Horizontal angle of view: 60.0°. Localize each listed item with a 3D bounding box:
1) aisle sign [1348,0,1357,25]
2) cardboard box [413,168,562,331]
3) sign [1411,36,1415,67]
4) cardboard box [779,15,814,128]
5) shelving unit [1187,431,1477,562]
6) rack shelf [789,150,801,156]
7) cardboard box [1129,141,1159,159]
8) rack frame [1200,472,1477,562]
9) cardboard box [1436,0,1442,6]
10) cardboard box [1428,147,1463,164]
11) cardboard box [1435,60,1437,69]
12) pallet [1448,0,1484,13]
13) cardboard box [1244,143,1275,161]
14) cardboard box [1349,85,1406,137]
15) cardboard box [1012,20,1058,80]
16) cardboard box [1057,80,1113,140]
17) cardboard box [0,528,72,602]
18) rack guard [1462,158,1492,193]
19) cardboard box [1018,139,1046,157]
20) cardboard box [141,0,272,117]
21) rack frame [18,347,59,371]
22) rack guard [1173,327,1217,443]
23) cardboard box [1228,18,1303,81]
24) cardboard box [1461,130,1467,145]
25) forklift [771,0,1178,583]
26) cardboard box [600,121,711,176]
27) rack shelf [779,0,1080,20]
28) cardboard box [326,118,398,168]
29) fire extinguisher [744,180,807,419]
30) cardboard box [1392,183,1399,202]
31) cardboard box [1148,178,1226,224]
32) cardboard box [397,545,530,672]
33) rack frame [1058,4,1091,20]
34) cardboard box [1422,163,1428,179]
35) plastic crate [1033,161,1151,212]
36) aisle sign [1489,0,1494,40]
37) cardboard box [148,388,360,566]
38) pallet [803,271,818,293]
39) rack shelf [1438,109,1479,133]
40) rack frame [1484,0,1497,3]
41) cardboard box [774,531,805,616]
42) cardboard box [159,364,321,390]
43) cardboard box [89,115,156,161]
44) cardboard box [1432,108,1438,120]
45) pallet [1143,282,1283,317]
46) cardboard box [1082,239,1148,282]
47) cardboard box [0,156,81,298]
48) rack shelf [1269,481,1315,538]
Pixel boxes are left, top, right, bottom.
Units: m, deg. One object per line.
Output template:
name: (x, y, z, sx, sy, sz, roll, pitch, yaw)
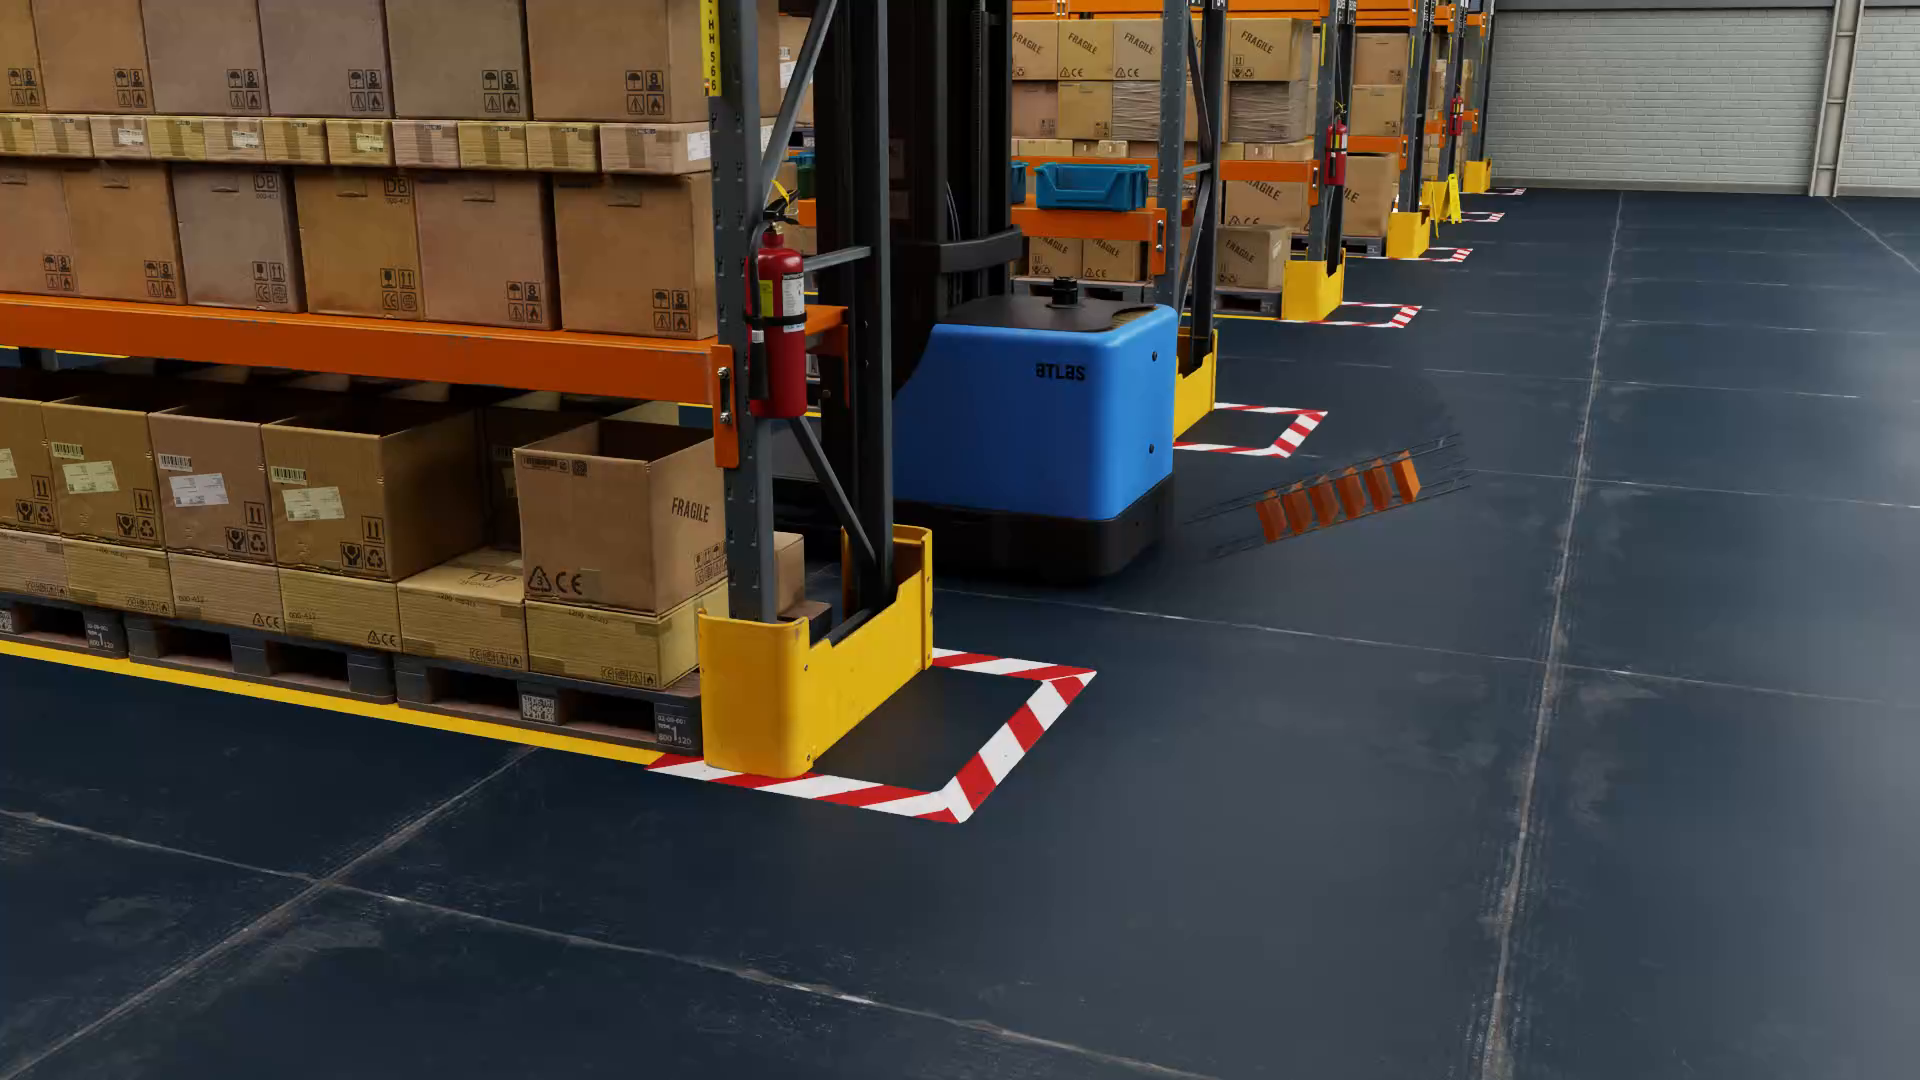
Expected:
aisle sign: (3.328, -4.758, 14.018, 0.004, 0.787, 0.394, 6, 17, 21)
cardboard box: (-1.398, -1.020, 5.629, 0.500, 0.500, 0.700, 7, 18, 22)
sign: (4.862, -5.244, 17.856, 0.005, 0.325, 0.100, 6, 17, 21)
cardboard box: (-1.249, -4.454, 15.807, 1.000, 1.000, 1.000, 6, 17, 21)
shelving unit: (1.589, -0.180, 7.163, 1.200, 0.189, 0.258, -17, 8, 25)
rack shelf: (-2.421, -3.706, 16.349, 4.000, 0.370, 1.077, 6, 17, 21)
cardboard box: (1.650, -3.416, 14.511, 0.250, 0.149, 0.380, 6, 17, 21)
rack frame: (1.621, -0.095, 7.174, 1.200, 0.006, 0.240, -17, 8, 25)
cardboard box: (6.362, -7.292, 22.481, 0.250, 0.149, 0.380, 6, 17, 21)
cardboard box: (8.047, -6.386, 27.571, 0.500, 0.250, 0.500, 6, 17, 20)
cardboard box: (7.709, -7.817, 27.343, 0.250, 0.149, 0.380, 7, 17, 22)
pallet: (7.966, -8.773, 27.290, 1.213, 0.211, 1.003, 6, 17, 21)
cardboard box: (2.587, -3.318, 14.174, 0.250, 0.149, 0.380, 6, 17, 21)
cardboard box: (4.712, -4.812, 18.599, 0.550, 0.550, 0.875, 6, 17, 21)
cardboard box: (0.695, -4.304, 14.612, 0.500, 0.500, 0.500, 6, 17, 21)
cardboard box: (1.239, -3.828, 14.768, 0.500, 0.500, 0.875, 6, 17, 21)
cardboard box: (-3.416, 0.019, 6.405, 0.500, 0.250, 0.500, 6, 17, 21)
rack guard: (8.636, -6.093, 27.764, 0.348, 0.500, 1.175, 6, 17, 21)
cardboard box: (0.701, -3.505, 14.816, 0.250, 0.149, 0.380, 6, 17, 21)
cardboard box: (-2.383, -1.751, 5.819, 0.500, 0.500, 0.700, 6, 17, 21)
rack frame: (-4.199, -1.278, 6.695, 0.127, 3.000, 1.000, 6, 17, 21)
rack guard: (1.255, -0.948, 10.043, 0.348, 0.500, 1.175, 6, 17, 21)
cardboard box: (2.558, -4.101, 13.913, 0.500, 0.500, 0.500, 6, 17, 21)
cardboard box: (8.236, -6.755, 27.947, 0.500, 0.250, 0.500, 6, 17, 20)
forklift: (-0.575, -1.476, 7.499, 3.031, 2.935, 1.130, 7, 18, 22)
cardboard box: (-0.904, -1.218, 5.146, 0.250, 0.149, 0.380, 6, 17, 20)
rack shelf: (-0.508, -6.422, 20.326, 4.000, 0.370, 1.077, 6, 17, 21)
cardboard box: (-1.863, -1.324, 5.510, 0.250, 0.149, 0.380, 7, 18, 22)
fire extinguisher: (-0.539, -0.699, 4.840, 0.183, 0.674, 0.296, 6, 17, 21)
cardboard box: (5.923, -4.904, 23.366, 0.500, 0.250, 0.500, 6, 17, 20)
cardboard box: (2.752, -4.130, 19.579, 0.875, 0.875, 0.875, 6, 17, 21)
cardboard box: (-1.555, 0.224, 5.701, 0.500, 0.250, 0.500, 6, 17, 21)
rack frame: (1.353, -5.123, 19.940, 0.127, 3.000, 1.000, 6, 17, 21)
cardboard box: (7.602, -6.196, 27.815, 0.500, 0.250, 0.500, 6, 17, 21)
plastic crate: (0.767, -2.055, 9.640, 0.616, 0.251, 0.499, 6, 17, 21)
aisle sign: (8.567, -8.461, 26.776, 0.004, 0.787, 0.394, 6, 17, 21)
cardboard box: (-2.487, -0.238, 5.946, 0.500, 0.500, 0.500, 6, 17, 21)
pallet: (-1.286, -2.587, 16.206, 1.213, 0.211, 1.003, 6, 17, 21)
rack shelf: (6.754, -7.155, 28.229, 4.000, 0.370, 1.077, 6, 17, 21)
rack frame: (8.614, -10.177, 26.587, 0.127, 3.000, 1.000, 6, 17, 21)
cardboard box: (-0.895, 0.137, 5.998, 0.500, 0.250, 0.500, 6, 17, 21)
cardboard box: (-2.760, -0.424, 6.588, 0.500, 0.500, 0.500, 6, 17, 21)
cardboard box: (-2.820, -1.429, 5.873, 0.250, 0.149, 0.380, 6, 17, 19)
cardboard box: (6.556, -5.976, 23.328, 0.250, 0.149, 0.380, 6, 17, 21)
pallet: (2.347, -2.199, 14.868, 1.213, 0.211, 1.003, 6, 17, 21)
cardboard box: (1.441, -2.628, 15.077, 0.500, 0.500, 0.500, 8, 18, 26)
cardboard box: (-3.291, -1.230, 6.351, 0.500, 0.500, 0.700, 6, 17, 20)
rack shelf: (1.447, -0.136, 7.233, 0.103, 0.180, 0.258, -17, 8, 25)
